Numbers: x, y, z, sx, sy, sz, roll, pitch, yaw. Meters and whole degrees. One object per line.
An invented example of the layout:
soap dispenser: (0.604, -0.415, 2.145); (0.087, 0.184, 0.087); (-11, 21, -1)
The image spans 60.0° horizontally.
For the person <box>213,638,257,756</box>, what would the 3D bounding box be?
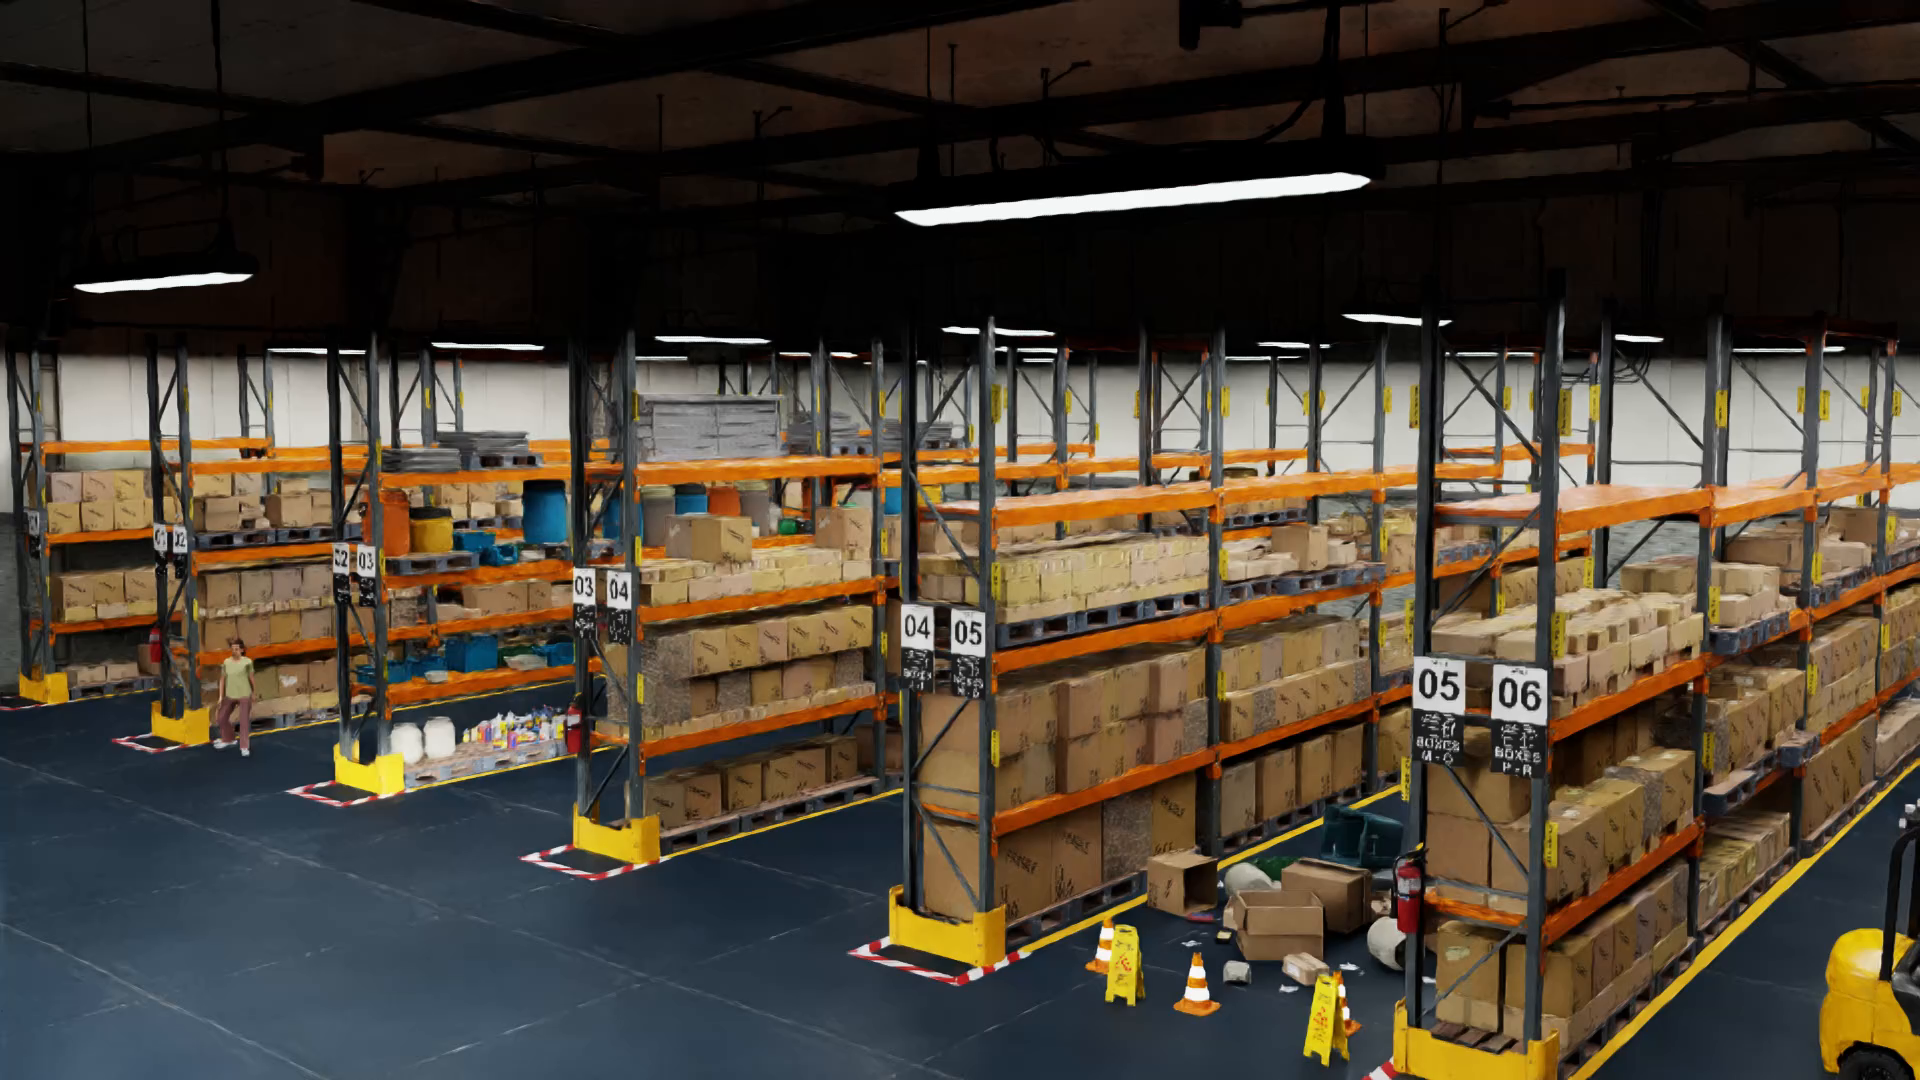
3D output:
person: (-10.352, 2.215, 23.639); (0.654, 1.661, 0.482); (0, 5, -3)

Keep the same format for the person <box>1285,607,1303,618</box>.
person: (5.599, 1.832, 27.580); (0.677, 1.726, 0.574); (4, 6, 37)

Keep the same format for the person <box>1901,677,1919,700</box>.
person: (15.773, 1.888, 27.540); (0.410, 1.587, 0.557); (1, 5, 9)
